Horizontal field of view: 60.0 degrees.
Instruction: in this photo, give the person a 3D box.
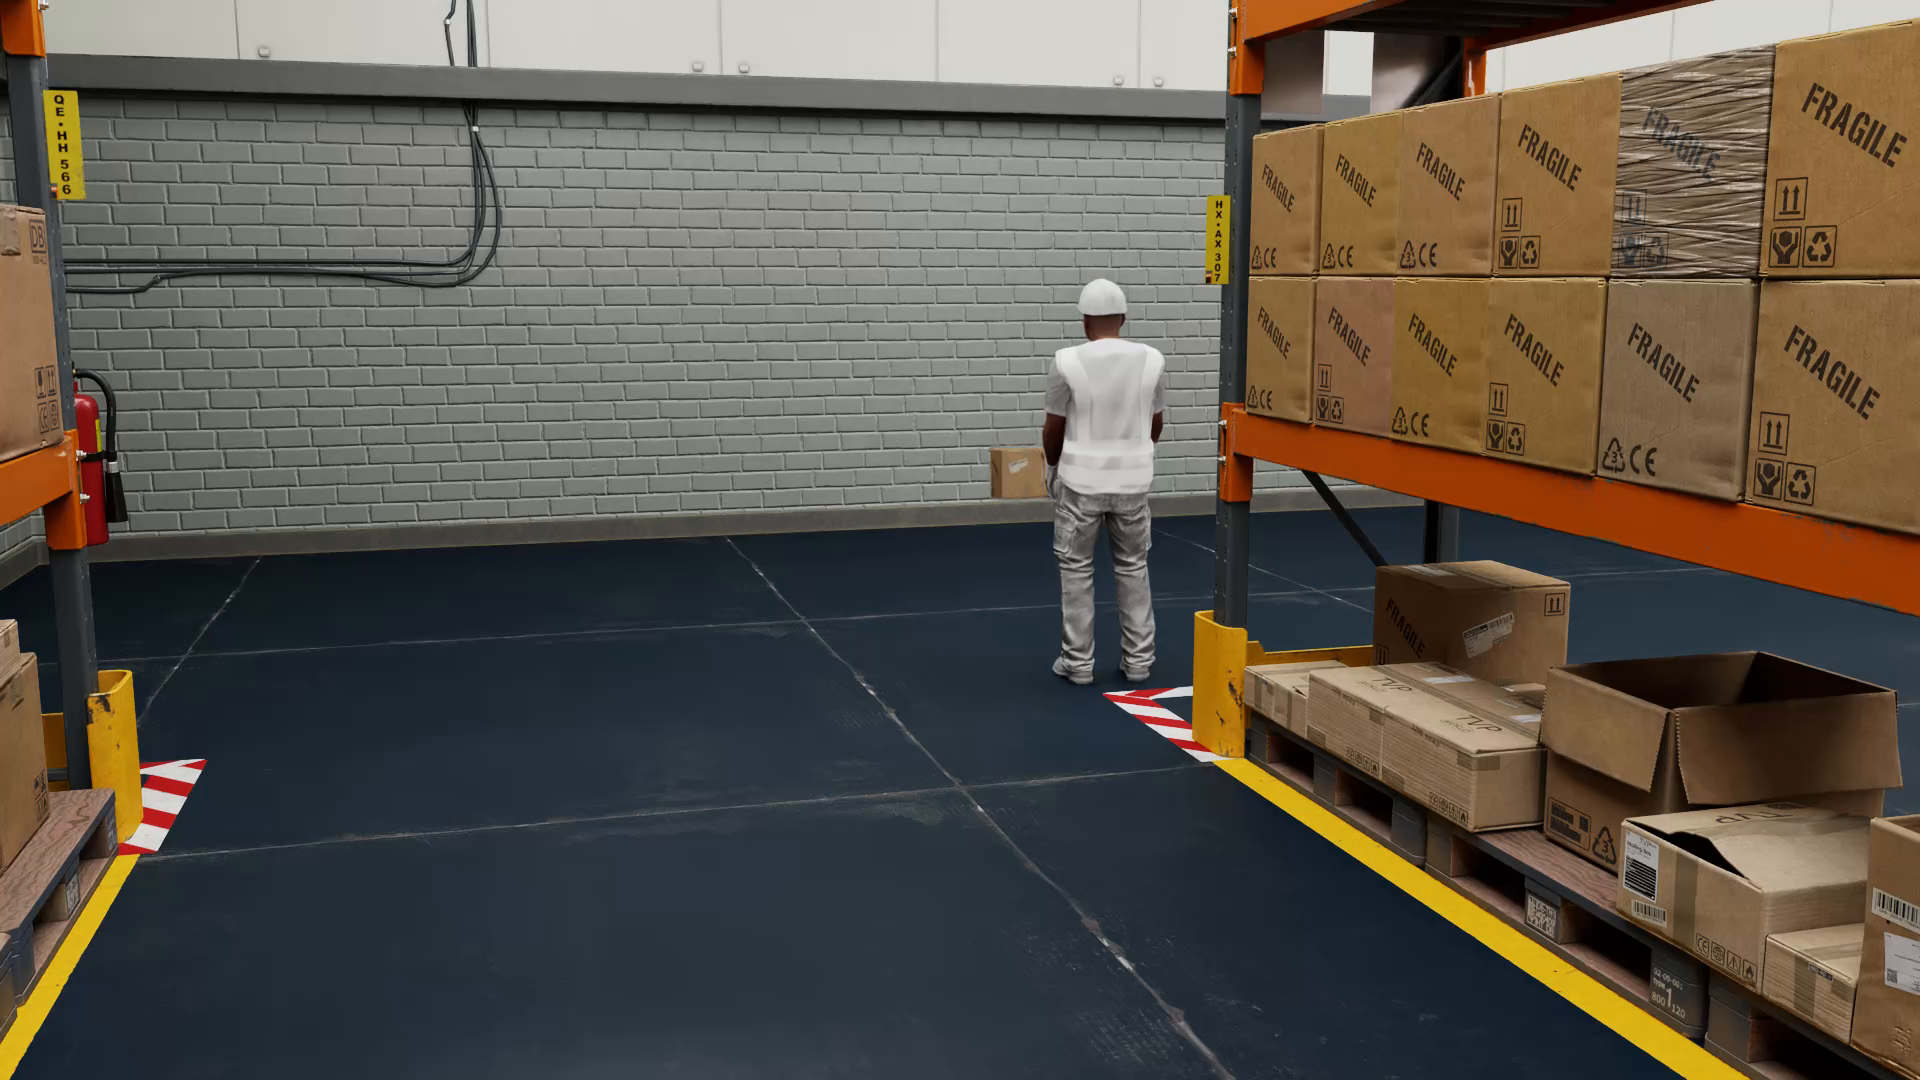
[{"bbox_3d":[0.626,-0.259,7.411,0.555,1.787,0.469,-2,9,-12],"label":"person"}]
